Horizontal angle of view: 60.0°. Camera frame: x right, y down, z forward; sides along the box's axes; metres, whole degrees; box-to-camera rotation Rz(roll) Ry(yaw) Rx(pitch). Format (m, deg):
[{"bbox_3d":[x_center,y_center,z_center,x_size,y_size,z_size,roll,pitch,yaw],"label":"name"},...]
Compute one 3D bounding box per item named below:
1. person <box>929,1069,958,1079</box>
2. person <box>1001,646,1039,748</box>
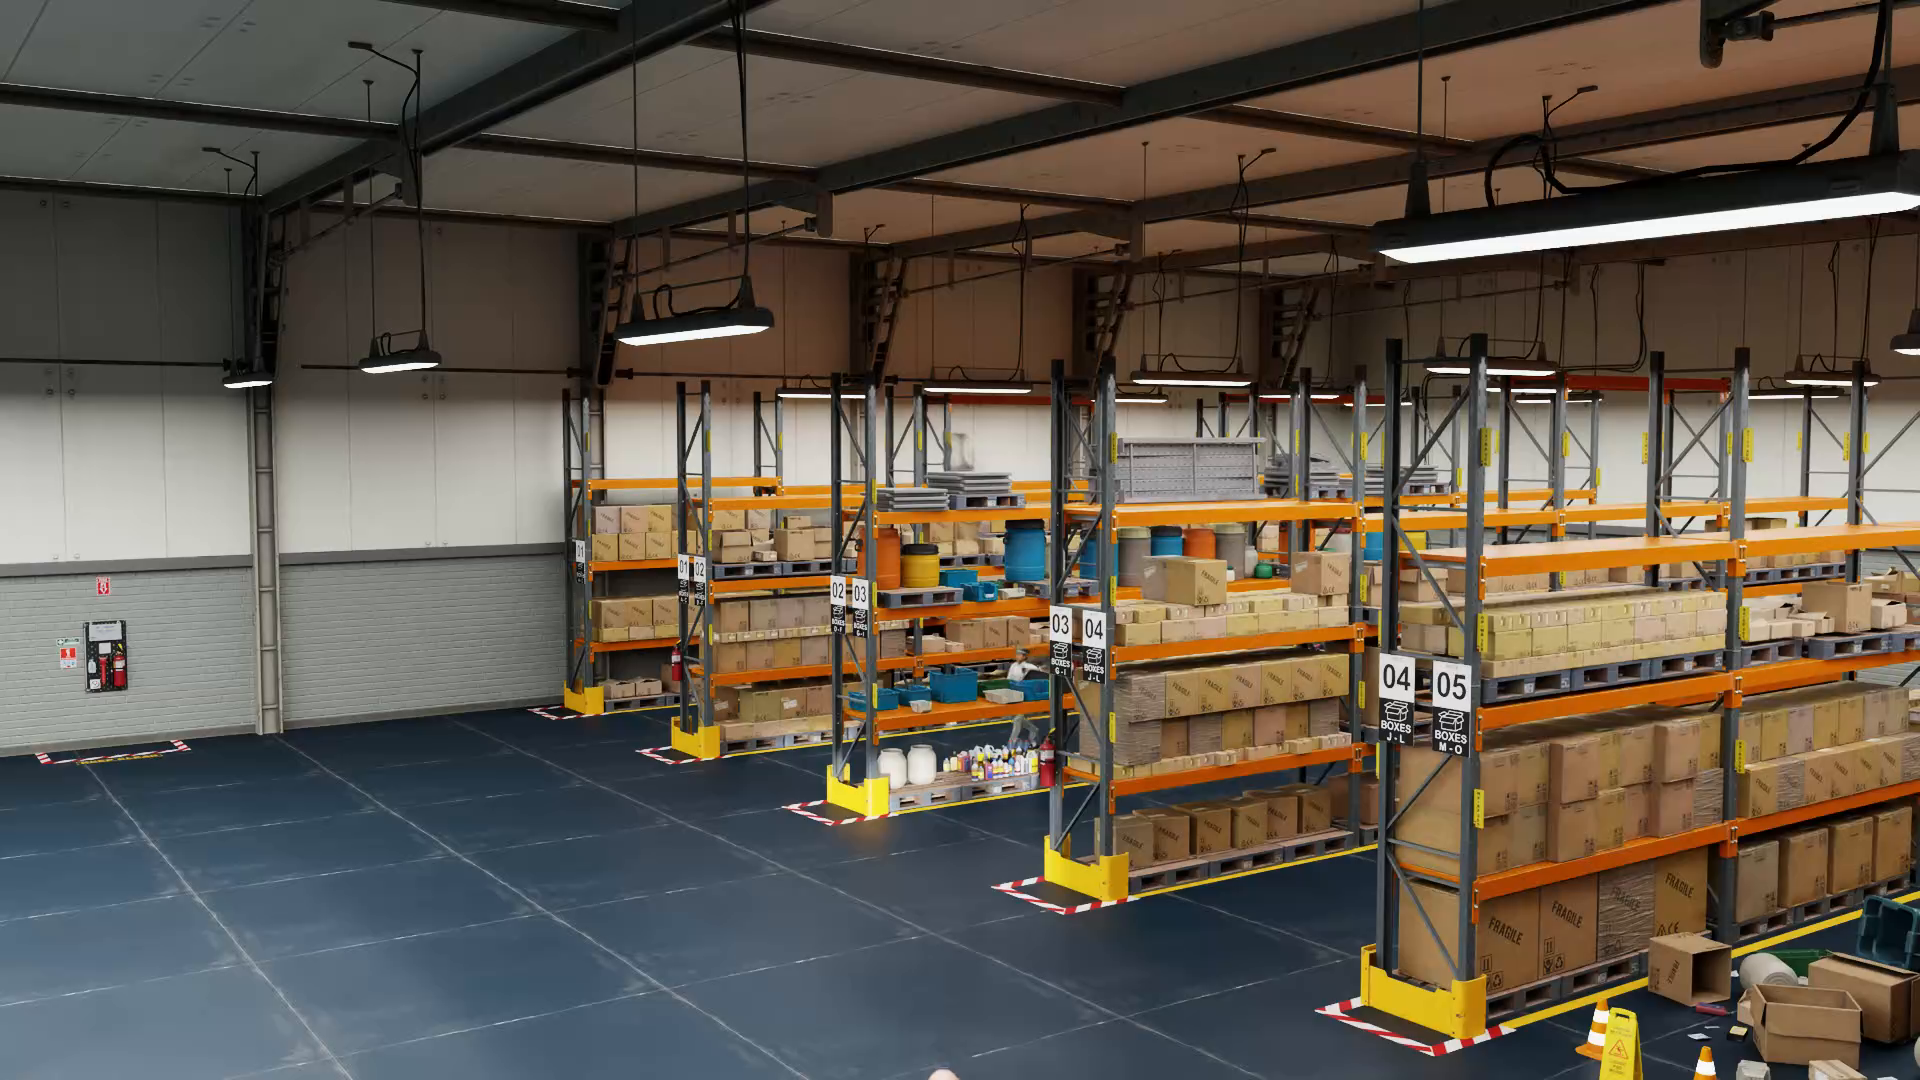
[{"bbox_3d":[-0.105,3.715,8.784,0.668,1.842,0.799,0,4,-2],"label":"person"},{"bbox_3d":[0.987,2.547,27.078,0.617,1.667,0.957,3,5,43],"label":"person"}]
